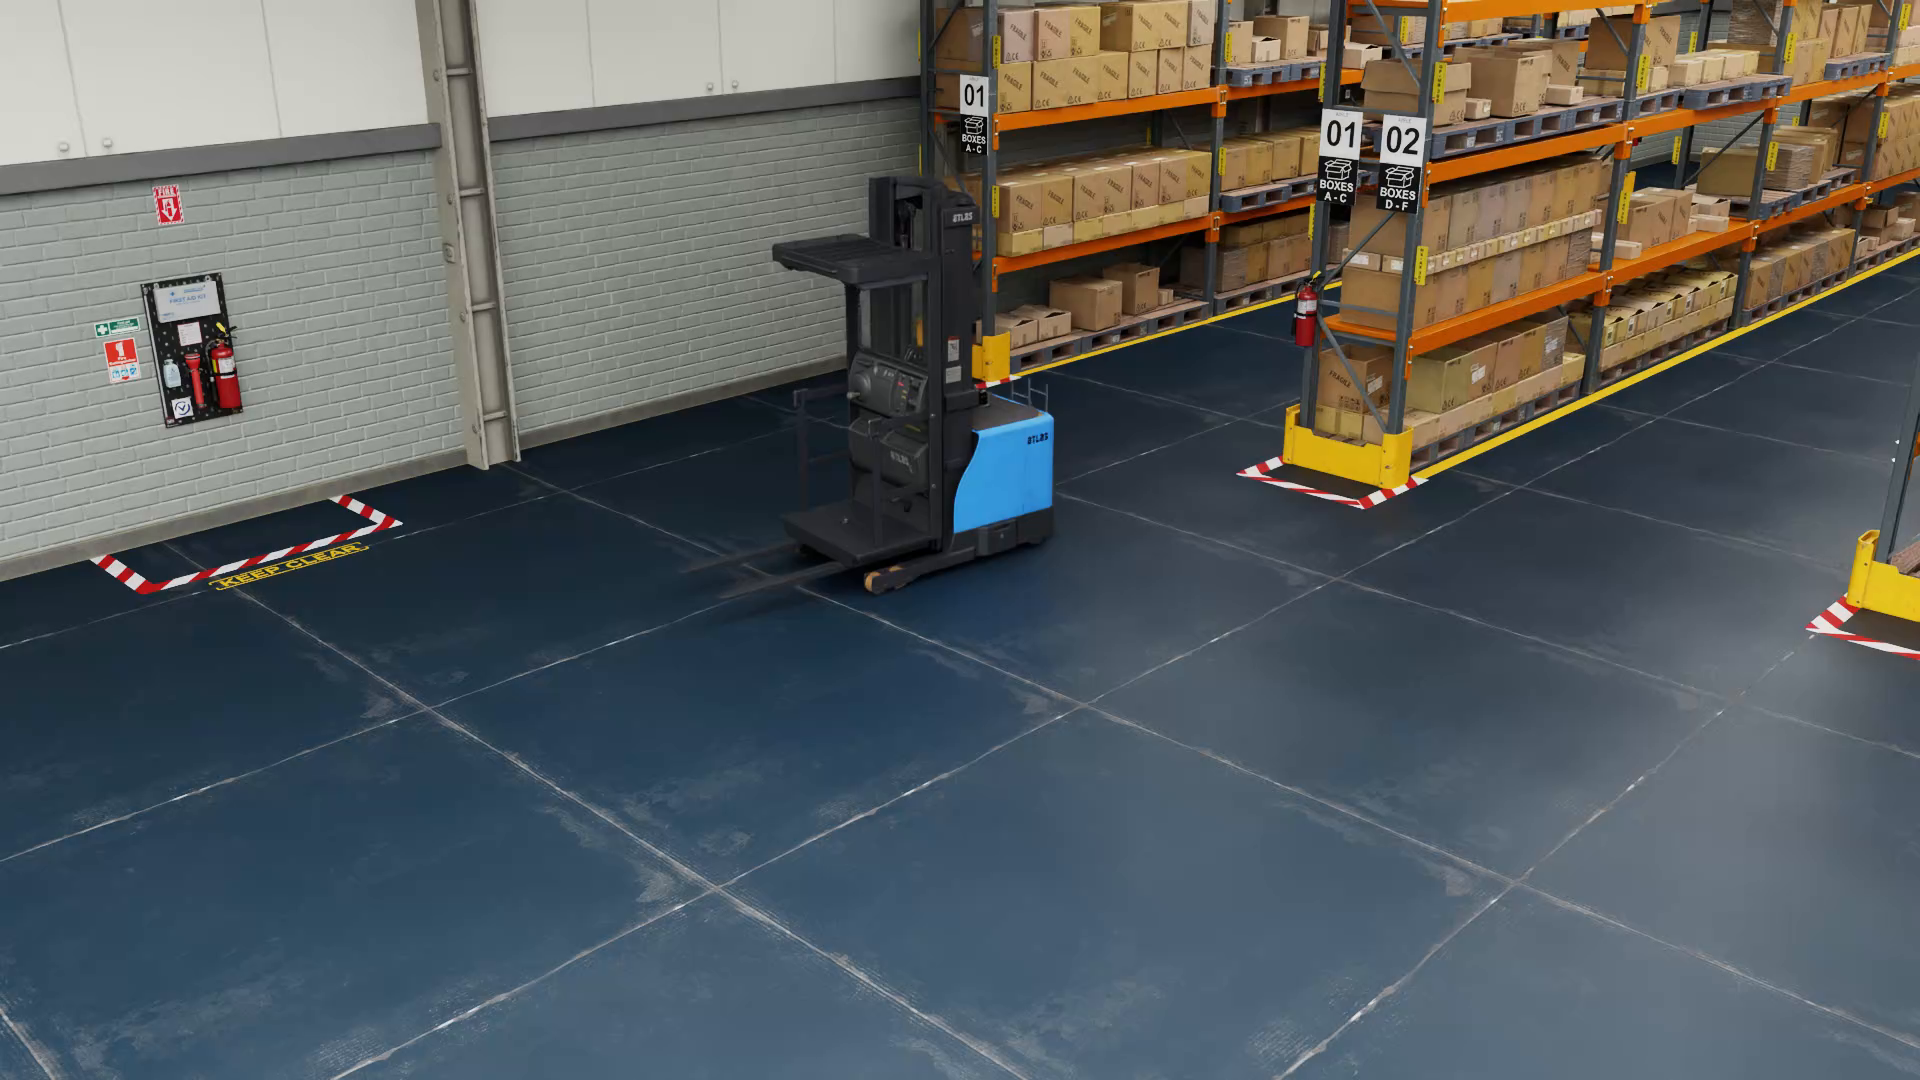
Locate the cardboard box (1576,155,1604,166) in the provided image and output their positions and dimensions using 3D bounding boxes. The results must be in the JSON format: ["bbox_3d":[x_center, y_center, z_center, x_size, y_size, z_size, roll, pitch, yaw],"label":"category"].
[{"bbox_3d":[10.588,-6.371,27.965,0.250,0.149,0.380,-19,28,-41],"label":"cardboard box"}]

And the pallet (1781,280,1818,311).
[{"bbox_3d":[10.512,-3.286,21.831,1.003,0.211,1.213,19,28,41],"label":"pallet"}]

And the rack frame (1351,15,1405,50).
[{"bbox_3d":[5.561,-8.133,22.191,1.000,3.000,0.127,19,28,41],"label":"rack frame"}]

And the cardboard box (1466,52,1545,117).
[{"bbox_3d":[4.886,-4.104,14.970,0.500,0.500,0.500,19,28,41],"label":"cardboard box"}]

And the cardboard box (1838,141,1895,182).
[{"bbox_3d":[12.454,-5.231,22.865,0.500,0.500,0.500,-19,28,-41],"label":"cardboard box"}]

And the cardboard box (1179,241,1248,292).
[{"bbox_3d":[3.272,-3.536,21.465,0.500,0.500,0.700,-19,28,-40],"label":"cardboard box"}]

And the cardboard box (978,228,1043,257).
[{"bbox_3d":[0.548,-3.261,18.060,0.500,0.250,0.500,18,28,39],"label":"cardboard box"}]

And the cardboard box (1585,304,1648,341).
[{"bbox_3d":[7.142,-2.411,18.132,0.500,0.311,0.500,19,28,40],"label":"cardboard box"}]

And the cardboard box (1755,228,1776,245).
[{"bbox_3d":[10.344,-4.061,21.785,0.500,0.250,0.500,19,28,40],"label":"cardboard box"}]

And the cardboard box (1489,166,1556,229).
[{"bbox_3d":[5.316,-3.343,16.144,0.700,0.500,0.500,19,28,41],"label":"cardboard box"}]

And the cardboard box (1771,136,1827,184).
[{"bbox_3d":[10.715,-4.895,21.404,0.700,0.500,0.500,12,24,27],"label":"cardboard box"}]

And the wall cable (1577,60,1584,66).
[{"bbox_3d":[11.357,-8.429,29.908,0.084,1.984,1.851,19,28,41],"label":"wall cable"}]

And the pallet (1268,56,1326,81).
[{"bbox_3d":[3.999,-6.016,21.127,1.213,0.211,1.003,19,28,41],"label":"pallet"}]

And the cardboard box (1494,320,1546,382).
[{"bbox_3d":[5.452,-1.899,16.536,0.500,0.500,0.500,19,28,41],"label":"cardboard box"}]

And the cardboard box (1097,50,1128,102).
[{"bbox_3d":[1.511,-5.162,18.476,0.500,0.500,0.500,-18,27,-39],"label":"cardboard box"}]

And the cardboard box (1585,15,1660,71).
[{"bbox_3d":[6.781,-5.090,17.035,0.500,0.500,0.500,20,29,41],"label":"cardboard box"}]

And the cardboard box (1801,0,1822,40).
[{"bbox_3d":[10.133,-6.380,20.278,0.500,0.500,0.500,19,28,41],"label":"cardboard box"}]

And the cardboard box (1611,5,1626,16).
[{"bbox_3d":[10.459,-8.573,27.001,0.500,0.250,0.500,18,27,39],"label":"cardboard box"}]

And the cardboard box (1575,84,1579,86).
[{"bbox_3d":[10.294,-7.205,27.722,0.980,0.700,0.700,19,28,40],"label":"cardboard box"}]

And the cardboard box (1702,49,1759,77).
[{"bbox_3d":[8.837,-5.489,19.117,0.500,0.250,0.500,17,27,37],"label":"cardboard box"}]

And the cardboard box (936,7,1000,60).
[{"bbox_3d":[0.094,-5.375,17.637,0.500,0.500,0.500,-19,28,-40],"label":"cardboard box"}]

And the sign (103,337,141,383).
[{"bbox_3d":[-6.548,-1.405,12.999,0.001,0.329,0.234,19,28,41],"label":"sign"}]

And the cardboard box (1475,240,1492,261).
[{"bbox_3d":[4.679,-2.699,15.373,0.380,0.149,0.250,18,27,39],"label":"cardboard box"}]

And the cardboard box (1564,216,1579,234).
[{"bbox_3d":[5.931,-3.160,16.572,0.380,0.149,0.250,18,28,39],"label":"cardboard box"}]

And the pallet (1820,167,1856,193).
[{"bbox_3d":[11.268,-4.854,22.290,1.003,0.211,1.213,19,28,41],"label":"pallet"}]

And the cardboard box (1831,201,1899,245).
[{"bbox_3d":[13.210,-4.646,24.348,0.797,0.503,0.637,19,28,41],"label":"cardboard box"}]

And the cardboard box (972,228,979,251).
[{"bbox_3d":[0.167,-3.384,18.379,0.500,0.250,0.500,-20,28,-41],"label":"cardboard box"}]

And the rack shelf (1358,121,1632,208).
[{"bbox_3d":[4.927,-3.616,15.622,1.077,0.370,4.000,19,28,41],"label":"rack shelf"}]

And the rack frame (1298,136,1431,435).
[{"bbox_3d":[3.532,-2.037,14.694,1.000,3.000,0.127,19,28,41],"label":"rack frame"}]

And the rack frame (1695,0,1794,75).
[{"bbox_3d":[9.113,-6.894,18.968,1.000,3.000,0.127,19,28,41],"label":"rack frame"}]

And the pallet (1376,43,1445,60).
[{"bbox_3d":[5.972,-6.823,23.228,1.003,0.211,1.213,-19,28,-40],"label":"pallet"}]

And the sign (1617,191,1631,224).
[{"bbox_3d":[6.721,-3.368,16.839,0.100,0.325,0.005,19,28,41],"label":"sign"}]

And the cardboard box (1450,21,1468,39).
[{"bbox_3d":[6.921,-7.542,24.083,0.700,0.500,0.500,19,28,41],"label":"cardboard box"}]

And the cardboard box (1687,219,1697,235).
[{"bbox_3d":[8.264,-3.634,19.200,0.250,0.149,0.380,-18,27,-38],"label":"cardboard box"}]

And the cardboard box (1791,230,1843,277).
[{"bbox_3d":[11.413,-3.837,22.247,0.500,0.500,0.500,19,28,41],"label":"cardboard box"}]

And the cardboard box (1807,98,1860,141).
[{"bbox_3d":[12.070,-5.830,23.029,0.500,0.500,0.500,19,28,41],"label":"cardboard box"}]

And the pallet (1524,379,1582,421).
[{"bbox_3d":[5.738,-1.570,17.365,1.003,0.211,1.213,19,28,41],"label":"pallet"}]

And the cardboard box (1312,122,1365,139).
[{"bbox_3d":[5.240,-5.461,22.850,0.700,0.500,0.500,15,26,35],"label":"cardboard box"}]

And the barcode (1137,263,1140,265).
[{"bbox_3d":[2.222,-3.413,20.699,0.001,0.075,0.075,19,28,41],"label":"barcode"}]

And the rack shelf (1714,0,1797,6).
[{"bbox_3d":[10.508,-6.886,20.506,1.077,0.370,4.000,19,28,41],"label":"rack shelf"}]

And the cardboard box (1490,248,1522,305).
[{"bbox_3d":[4.945,-2.599,16.017,0.500,0.500,0.700,-19,28,-40],"label":"cardboard box"}]

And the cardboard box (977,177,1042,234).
[{"bbox_3d":[0.528,-3.613,17.929,0.500,0.500,0.500,19,28,41],"label":"cardboard box"}]

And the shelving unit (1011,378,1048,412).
[{"bbox_3d":[0.566,-0.717,13.768,0.189,1.200,0.258,-16,26,-35],"label":"shelving unit"}]

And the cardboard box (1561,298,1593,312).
[{"bbox_3d":[6.758,-2.551,18.496,0.500,0.311,0.500,-19,28,-41],"label":"cardboard box"}]

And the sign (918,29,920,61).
[{"bbox_3d":[-0.404,-5.234,17.595,0.100,0.325,0.005,19,28,41],"label":"sign"}]

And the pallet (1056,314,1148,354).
[{"bbox_3d":[1.476,-2.506,19.800,1.003,0.211,1.213,19,28,41],"label":"pallet"}]

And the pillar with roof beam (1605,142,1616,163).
[{"bbox_3d":[15.490,-10.022,27.107,9.100,9.000,0.400,19,28,41],"label":"pillar with roof beam"}]

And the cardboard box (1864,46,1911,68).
[{"bbox_3d":[12.420,-6.515,22.372,0.500,0.250,0.500,19,28,41],"label":"cardboard box"}]

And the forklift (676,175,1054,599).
[{"bbox_3d":[-0.714,-1.173,12.541,3.031,2.935,1.130,-16,26,-35],"label":"forklift"}]

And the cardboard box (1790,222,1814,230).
[{"bbox_3d":[11.391,-4.097,22.924,0.500,0.500,0.500,18,27,38],"label":"cardboard box"}]

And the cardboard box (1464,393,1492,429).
[{"bbox_3d":[4.761,-1.290,15.996,0.500,0.250,0.500,19,28,41],"label":"cardboard box"}]

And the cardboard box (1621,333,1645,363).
[{"bbox_3d":[7.139,-2.151,18.236,0.500,0.250,0.500,-19,28,-41],"label":"cardboard box"}]

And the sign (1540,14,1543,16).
[{"bbox_3d":[8.747,-8.016,24.908,0.100,0.325,0.005,19,28,41],"label":"sign"}]

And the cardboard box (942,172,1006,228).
[{"bbox_3d":[0.157,-3.740,18.259,0.500,0.500,0.500,19,28,40],"label":"cardboard box"}]

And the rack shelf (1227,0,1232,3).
[{"bbox_3d":[4.166,-7.096,21.054,1.077,0.370,4.000,19,28,41],"label":"rack shelf"}]
